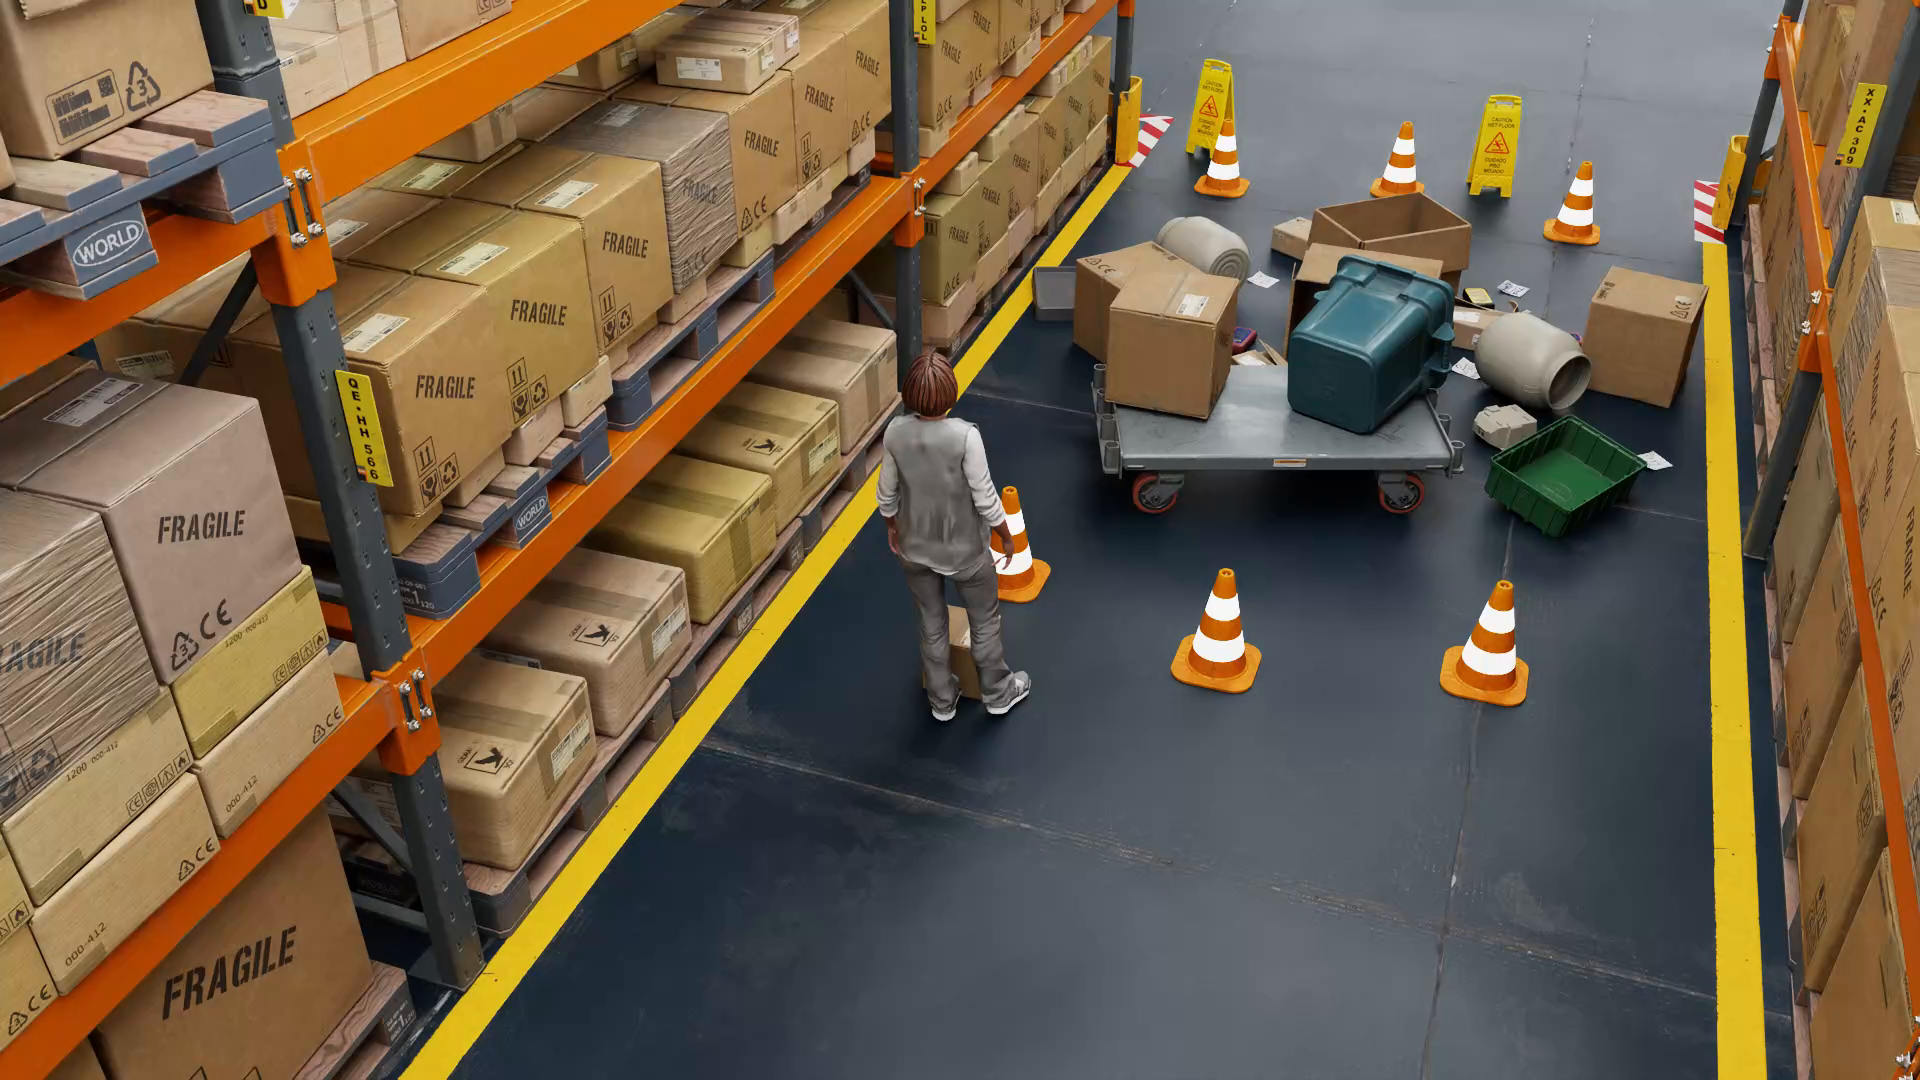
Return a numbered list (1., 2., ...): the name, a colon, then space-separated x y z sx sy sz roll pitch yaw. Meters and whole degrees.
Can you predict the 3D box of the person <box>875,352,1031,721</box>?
1. person: -0.022 -0.013 6.153 0.521 1.597 0.475 11 35 16
